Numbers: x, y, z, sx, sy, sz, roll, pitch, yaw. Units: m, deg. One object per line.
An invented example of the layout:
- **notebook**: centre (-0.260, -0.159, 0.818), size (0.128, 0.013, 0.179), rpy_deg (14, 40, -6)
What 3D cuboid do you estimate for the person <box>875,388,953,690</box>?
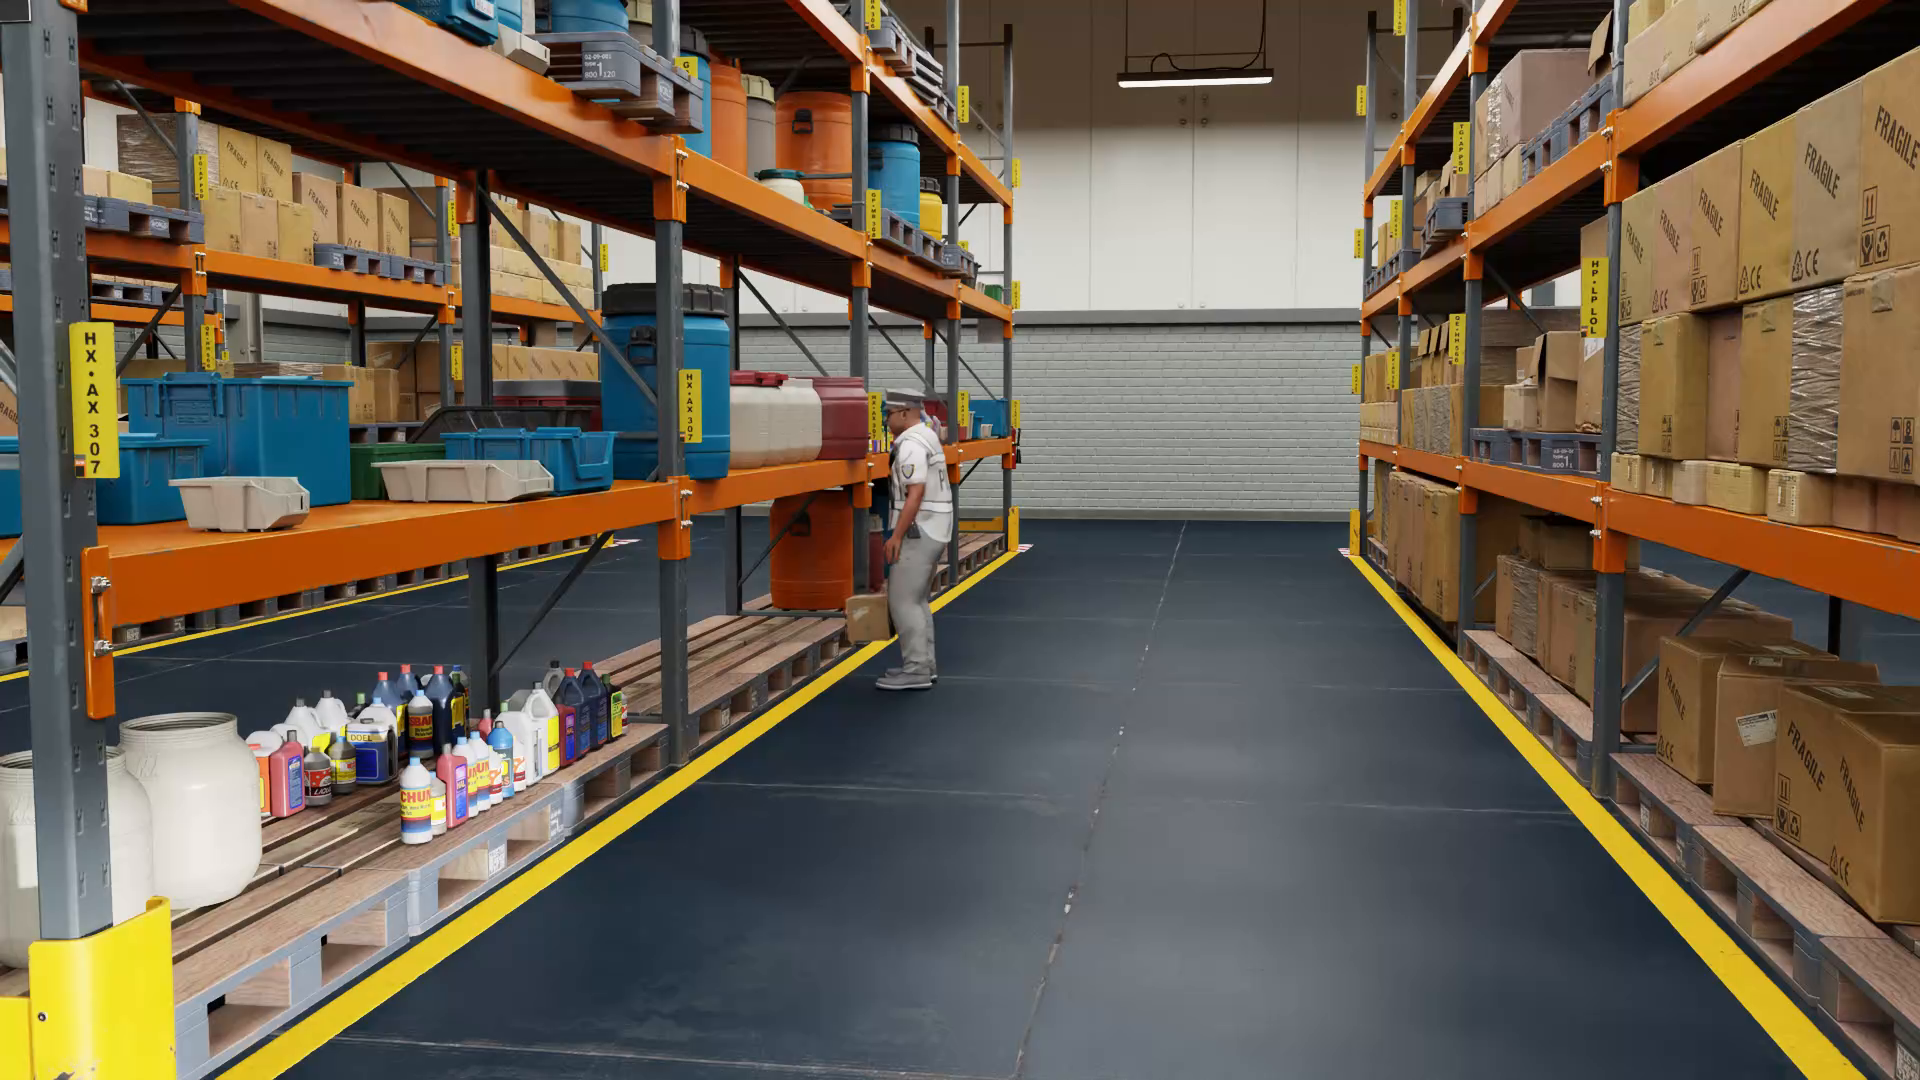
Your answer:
- **person**: centre (-0.263, -0.015, 9.756), size (0.434, 1.752, 0.566), rpy_deg (1, 4, 7)
